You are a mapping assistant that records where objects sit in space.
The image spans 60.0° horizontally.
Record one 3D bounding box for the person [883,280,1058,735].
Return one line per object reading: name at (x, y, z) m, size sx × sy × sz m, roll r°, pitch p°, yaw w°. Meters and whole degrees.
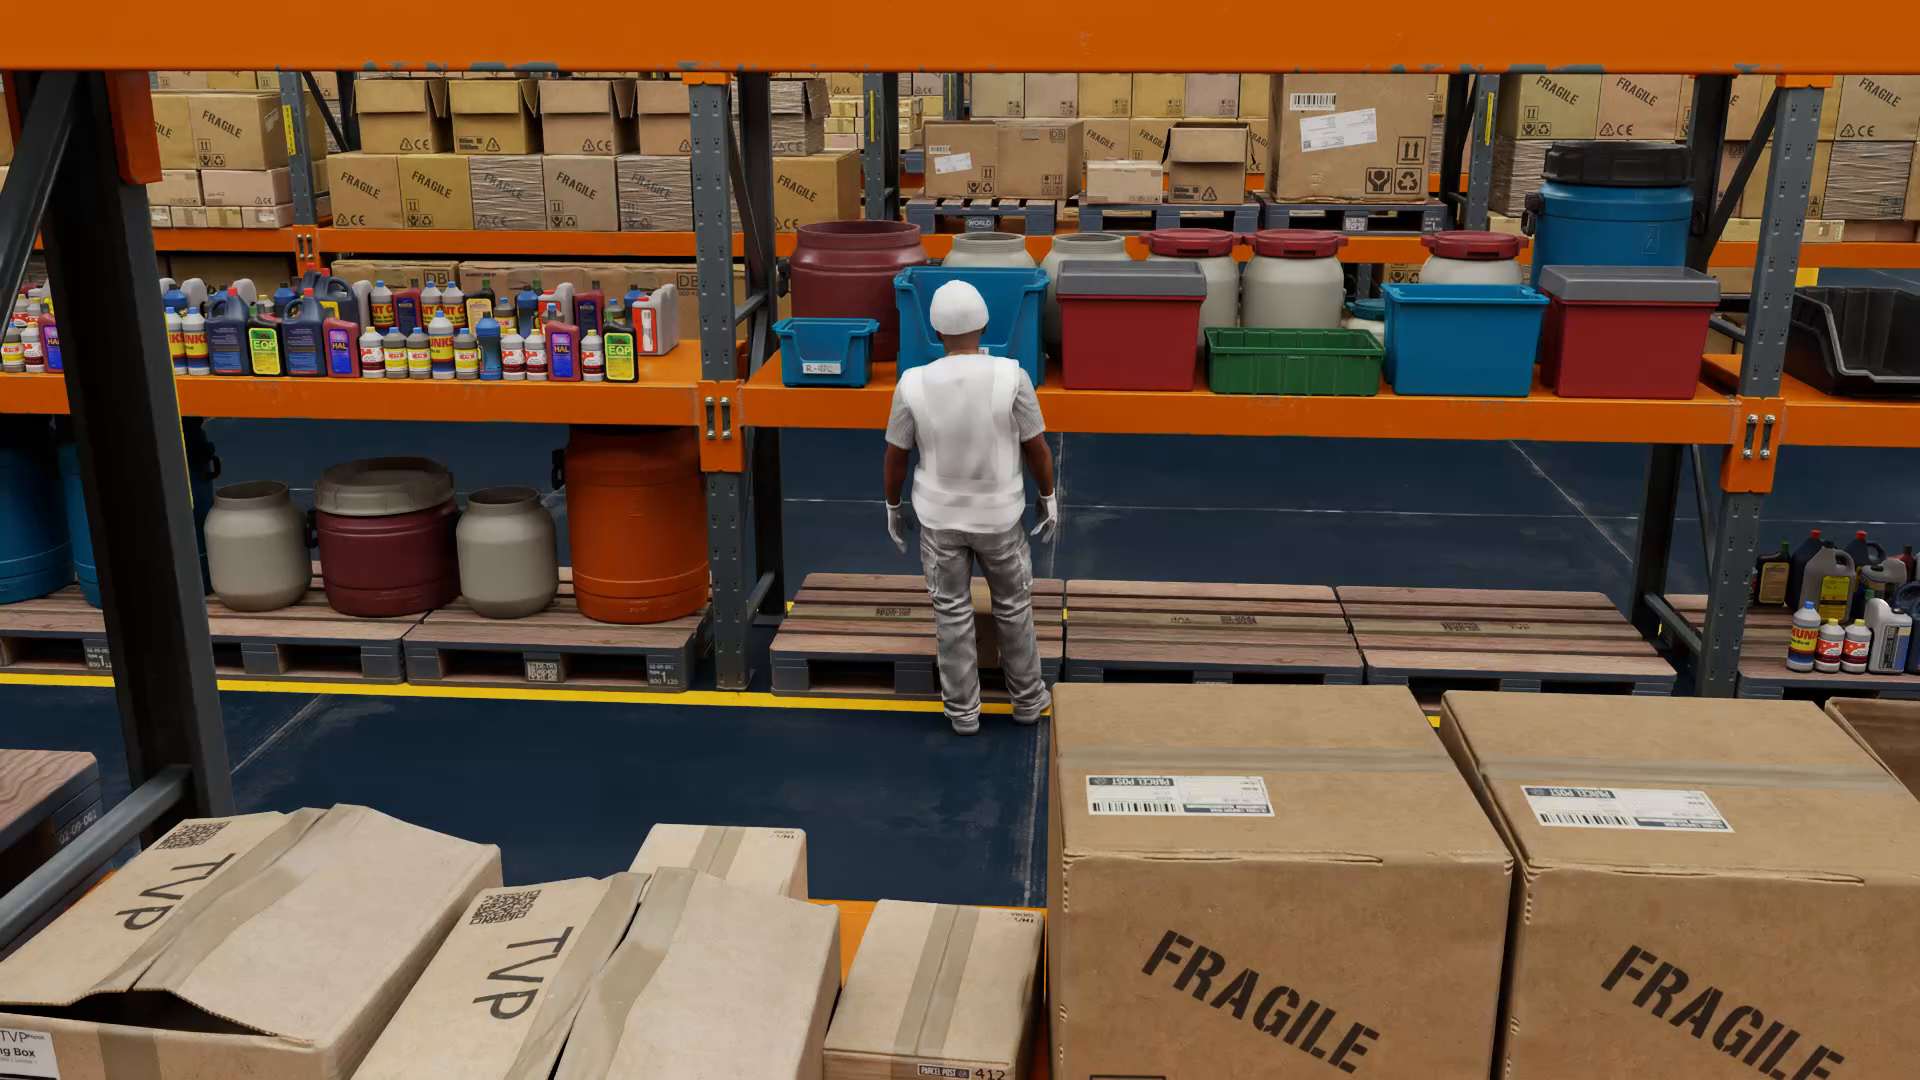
person at (0.047, -0.123, 6.381) m, size 0.656 × 1.782 × 0.577 m, roll 1°, pitch 17°, yaw 4°
